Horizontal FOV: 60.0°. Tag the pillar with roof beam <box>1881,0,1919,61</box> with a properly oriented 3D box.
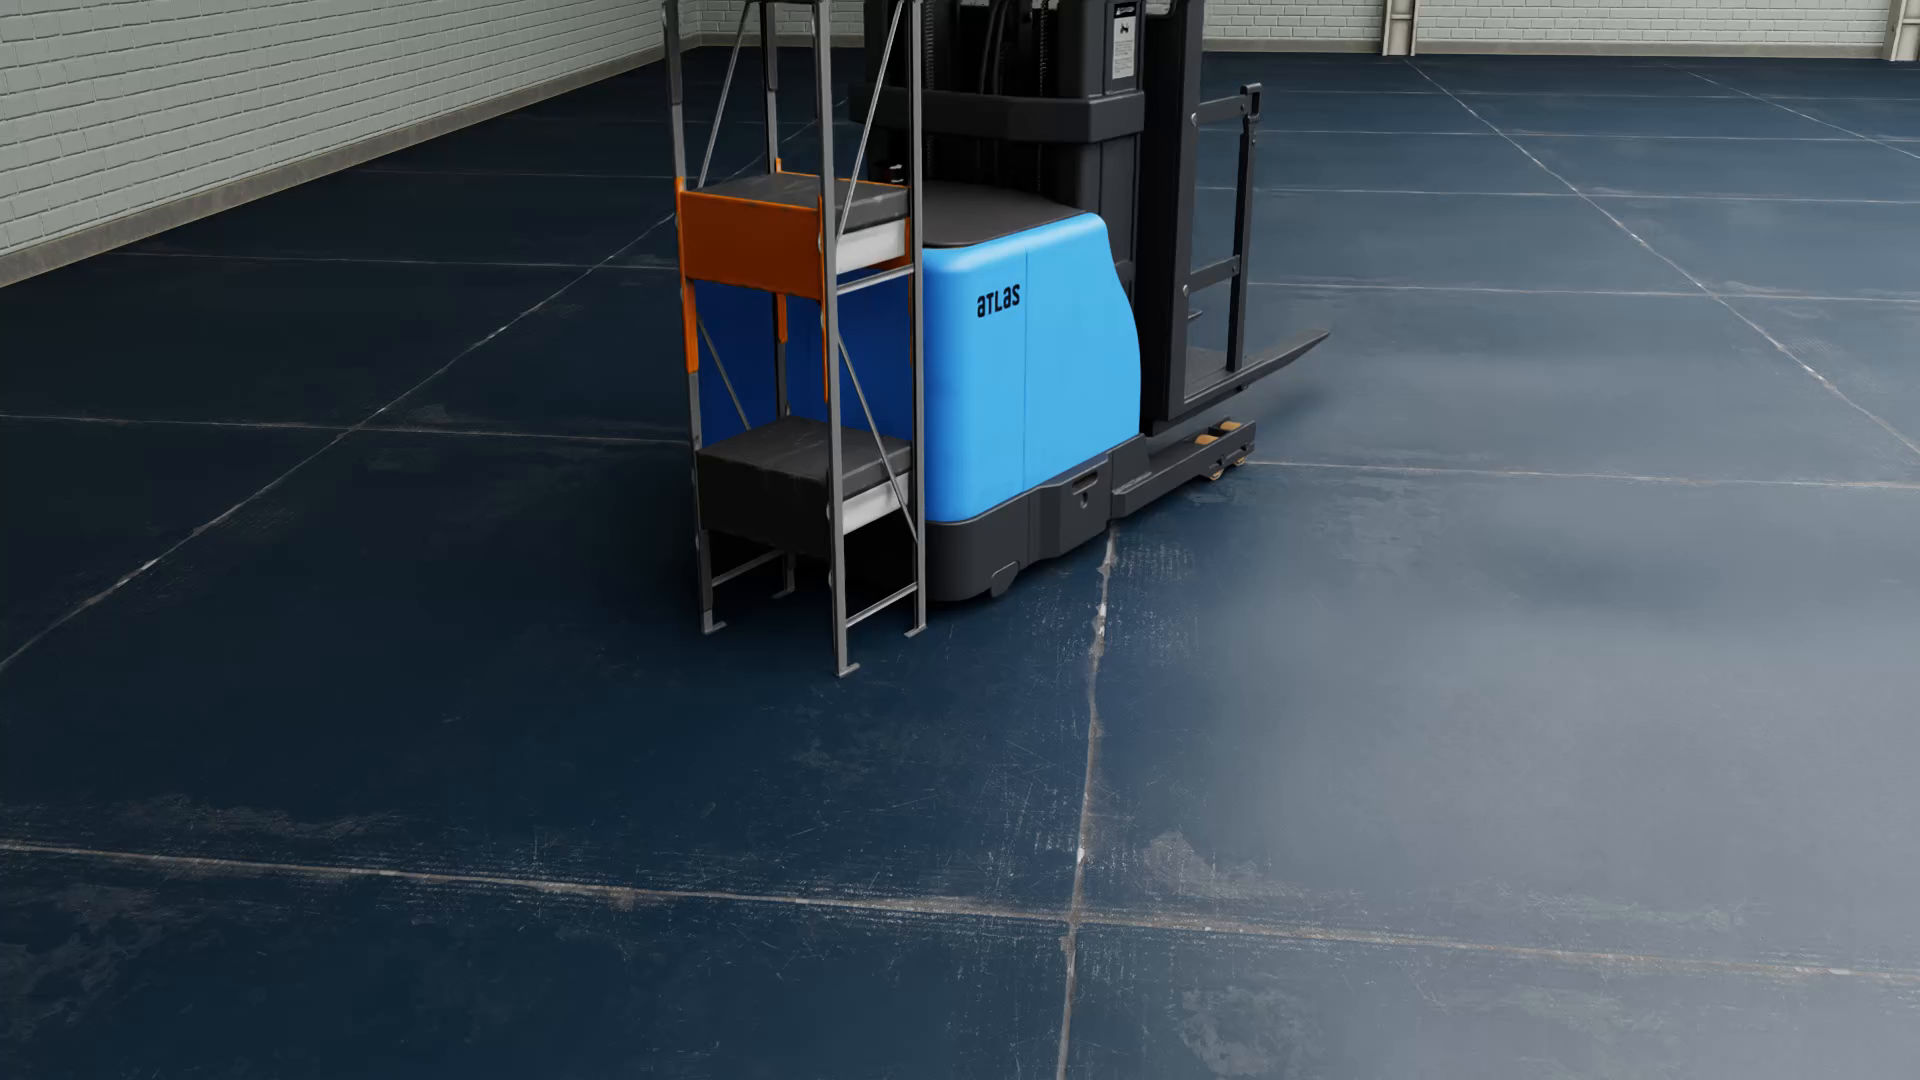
[{"bbox_3d":[10.927,-8.440,14.550,0.400,9.000,9.100,2,22,6],"label":"pillar with roof beam"}]

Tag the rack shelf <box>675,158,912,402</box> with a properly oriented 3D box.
[{"bbox_3d":[-0.419,-0.701,4.393,0.480,0.518,0.431,14,26,32],"label":"rack shelf"}]

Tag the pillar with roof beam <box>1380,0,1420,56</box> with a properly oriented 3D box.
[{"bbox_3d":[4.969,-8.700,15.206,0.400,9.000,9.100,2,22,6],"label":"pillar with roof beam"}]

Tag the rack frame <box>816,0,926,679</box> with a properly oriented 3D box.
[{"bbox_3d":[-0.218,-0.662,4.259,0.015,2.100,0.400,14,26,32],"label":"rack frame"}]

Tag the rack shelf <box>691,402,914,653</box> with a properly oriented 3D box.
[{"bbox_3d":[-0.419,-0.050,4.650,0.480,0.518,0.431,14,26,32],"label":"rack shelf"}]

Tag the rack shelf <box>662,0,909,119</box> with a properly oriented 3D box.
[{"bbox_3d":[-0.419,-1.352,4.136,0.480,0.518,0.431,14,26,32],"label":"rack shelf"}]

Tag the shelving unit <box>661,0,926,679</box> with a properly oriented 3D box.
[{"bbox_3d":[-0.419,-0.713,4.388,0.503,2.100,0.431,14,26,32],"label":"shelving unit"}]

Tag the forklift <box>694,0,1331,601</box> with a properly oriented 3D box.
[{"bbox_3d":[0.435,-1.668,5.672,1.130,2.935,3.031,15,26,33],"label":"forklift"}]

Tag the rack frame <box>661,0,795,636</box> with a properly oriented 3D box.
[{"bbox_3d":[-0.620,-0.764,4.516,0.015,2.100,0.400,14,26,32],"label":"rack frame"}]
